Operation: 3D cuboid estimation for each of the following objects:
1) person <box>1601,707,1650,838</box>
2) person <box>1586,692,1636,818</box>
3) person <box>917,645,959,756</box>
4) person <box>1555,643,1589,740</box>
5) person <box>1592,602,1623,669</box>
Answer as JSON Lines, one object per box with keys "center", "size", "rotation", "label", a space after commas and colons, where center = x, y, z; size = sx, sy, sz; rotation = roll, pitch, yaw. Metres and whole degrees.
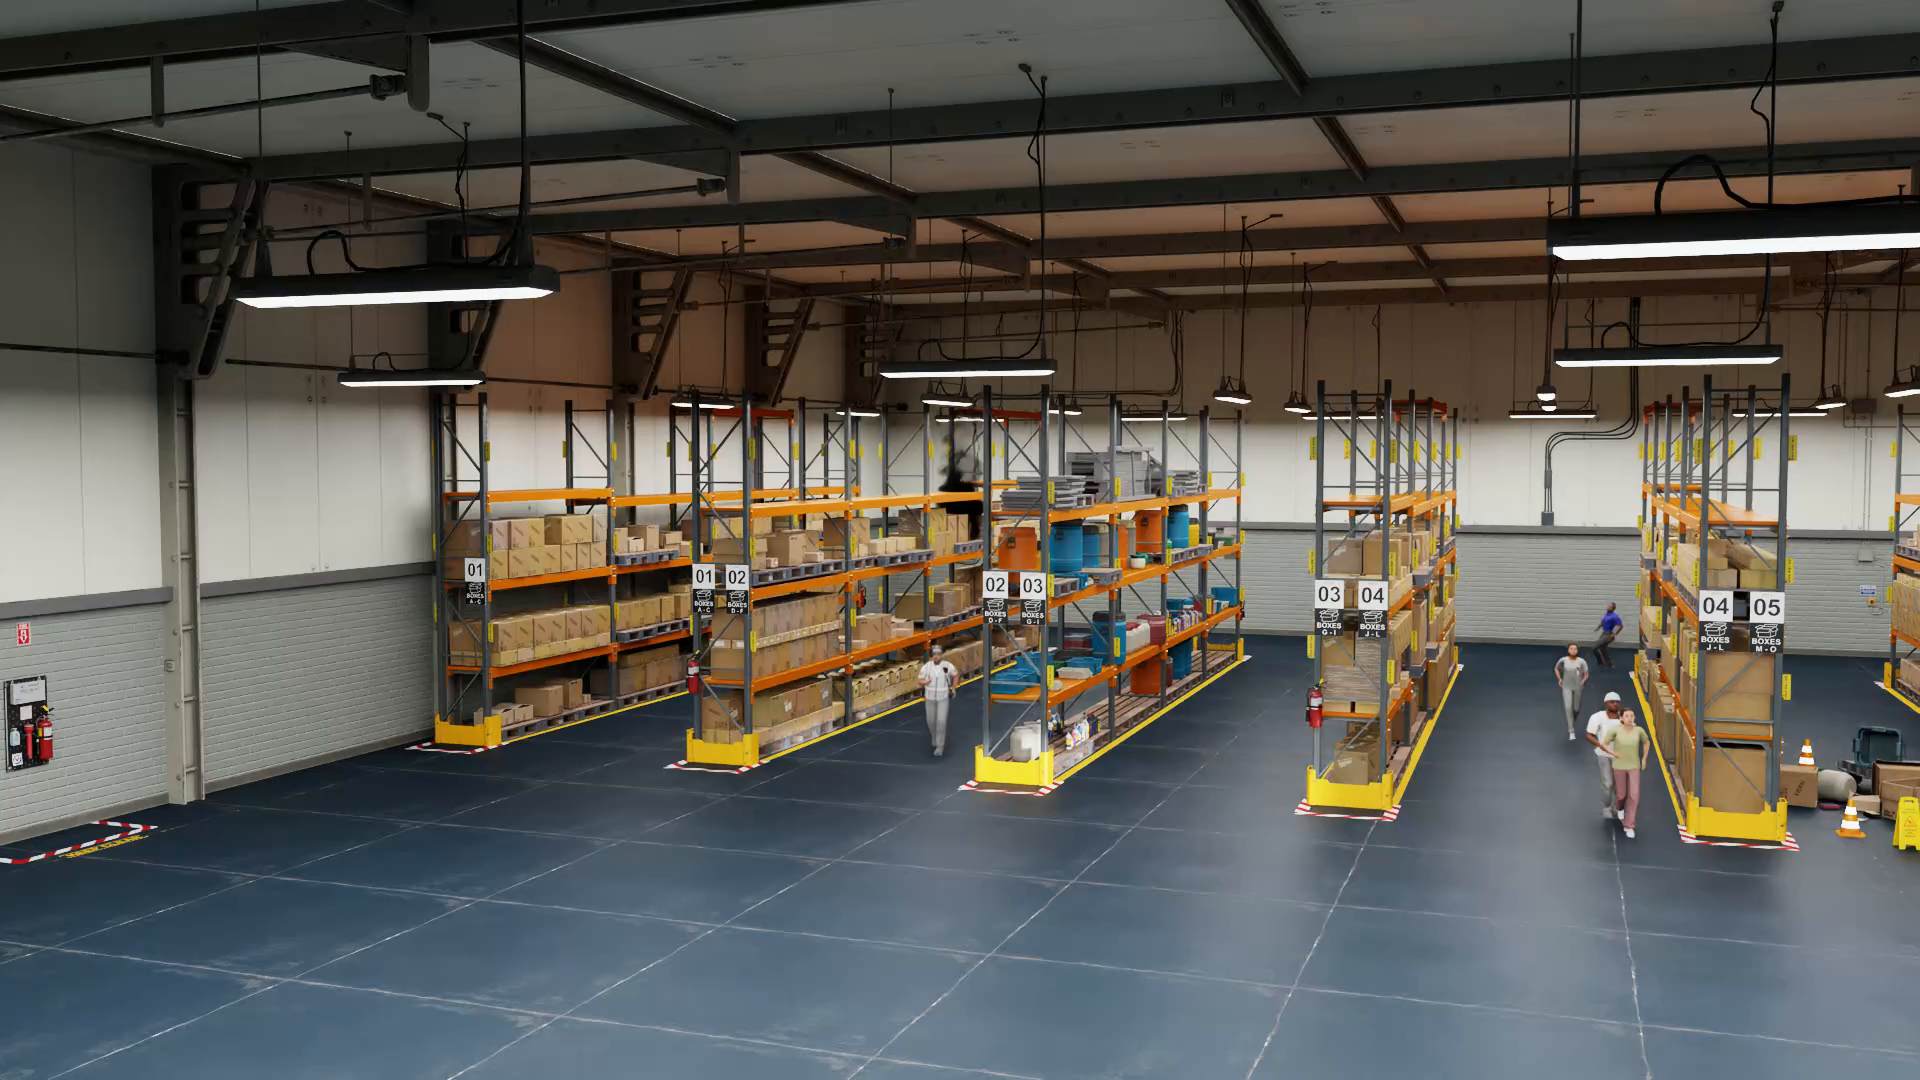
{"center": [8.772, 3.021, 21.911], "size": [0.616, 1.668, 0.832], "rotation": [1, 3, 13], "label": "person"}
{"center": [8.895, 2.931, 22.606], "size": [0.726, 1.732, 0.588], "rotation": [0, 3, 4], "label": "person"}
{"center": [-0.375, 2.621, 27.617], "size": [0.661, 1.771, 0.985], "rotation": [0, 3, 9], "label": "person"}
{"center": [10.740, 2.629, 29.192], "size": [0.567, 1.667, 0.879], "rotation": [1, 3, 16], "label": "person"}
{"center": [14.806, 2.204, 38.142], "size": [0.623, 1.593, 0.713], "rotation": [1, 3, 11], "label": "person"}
